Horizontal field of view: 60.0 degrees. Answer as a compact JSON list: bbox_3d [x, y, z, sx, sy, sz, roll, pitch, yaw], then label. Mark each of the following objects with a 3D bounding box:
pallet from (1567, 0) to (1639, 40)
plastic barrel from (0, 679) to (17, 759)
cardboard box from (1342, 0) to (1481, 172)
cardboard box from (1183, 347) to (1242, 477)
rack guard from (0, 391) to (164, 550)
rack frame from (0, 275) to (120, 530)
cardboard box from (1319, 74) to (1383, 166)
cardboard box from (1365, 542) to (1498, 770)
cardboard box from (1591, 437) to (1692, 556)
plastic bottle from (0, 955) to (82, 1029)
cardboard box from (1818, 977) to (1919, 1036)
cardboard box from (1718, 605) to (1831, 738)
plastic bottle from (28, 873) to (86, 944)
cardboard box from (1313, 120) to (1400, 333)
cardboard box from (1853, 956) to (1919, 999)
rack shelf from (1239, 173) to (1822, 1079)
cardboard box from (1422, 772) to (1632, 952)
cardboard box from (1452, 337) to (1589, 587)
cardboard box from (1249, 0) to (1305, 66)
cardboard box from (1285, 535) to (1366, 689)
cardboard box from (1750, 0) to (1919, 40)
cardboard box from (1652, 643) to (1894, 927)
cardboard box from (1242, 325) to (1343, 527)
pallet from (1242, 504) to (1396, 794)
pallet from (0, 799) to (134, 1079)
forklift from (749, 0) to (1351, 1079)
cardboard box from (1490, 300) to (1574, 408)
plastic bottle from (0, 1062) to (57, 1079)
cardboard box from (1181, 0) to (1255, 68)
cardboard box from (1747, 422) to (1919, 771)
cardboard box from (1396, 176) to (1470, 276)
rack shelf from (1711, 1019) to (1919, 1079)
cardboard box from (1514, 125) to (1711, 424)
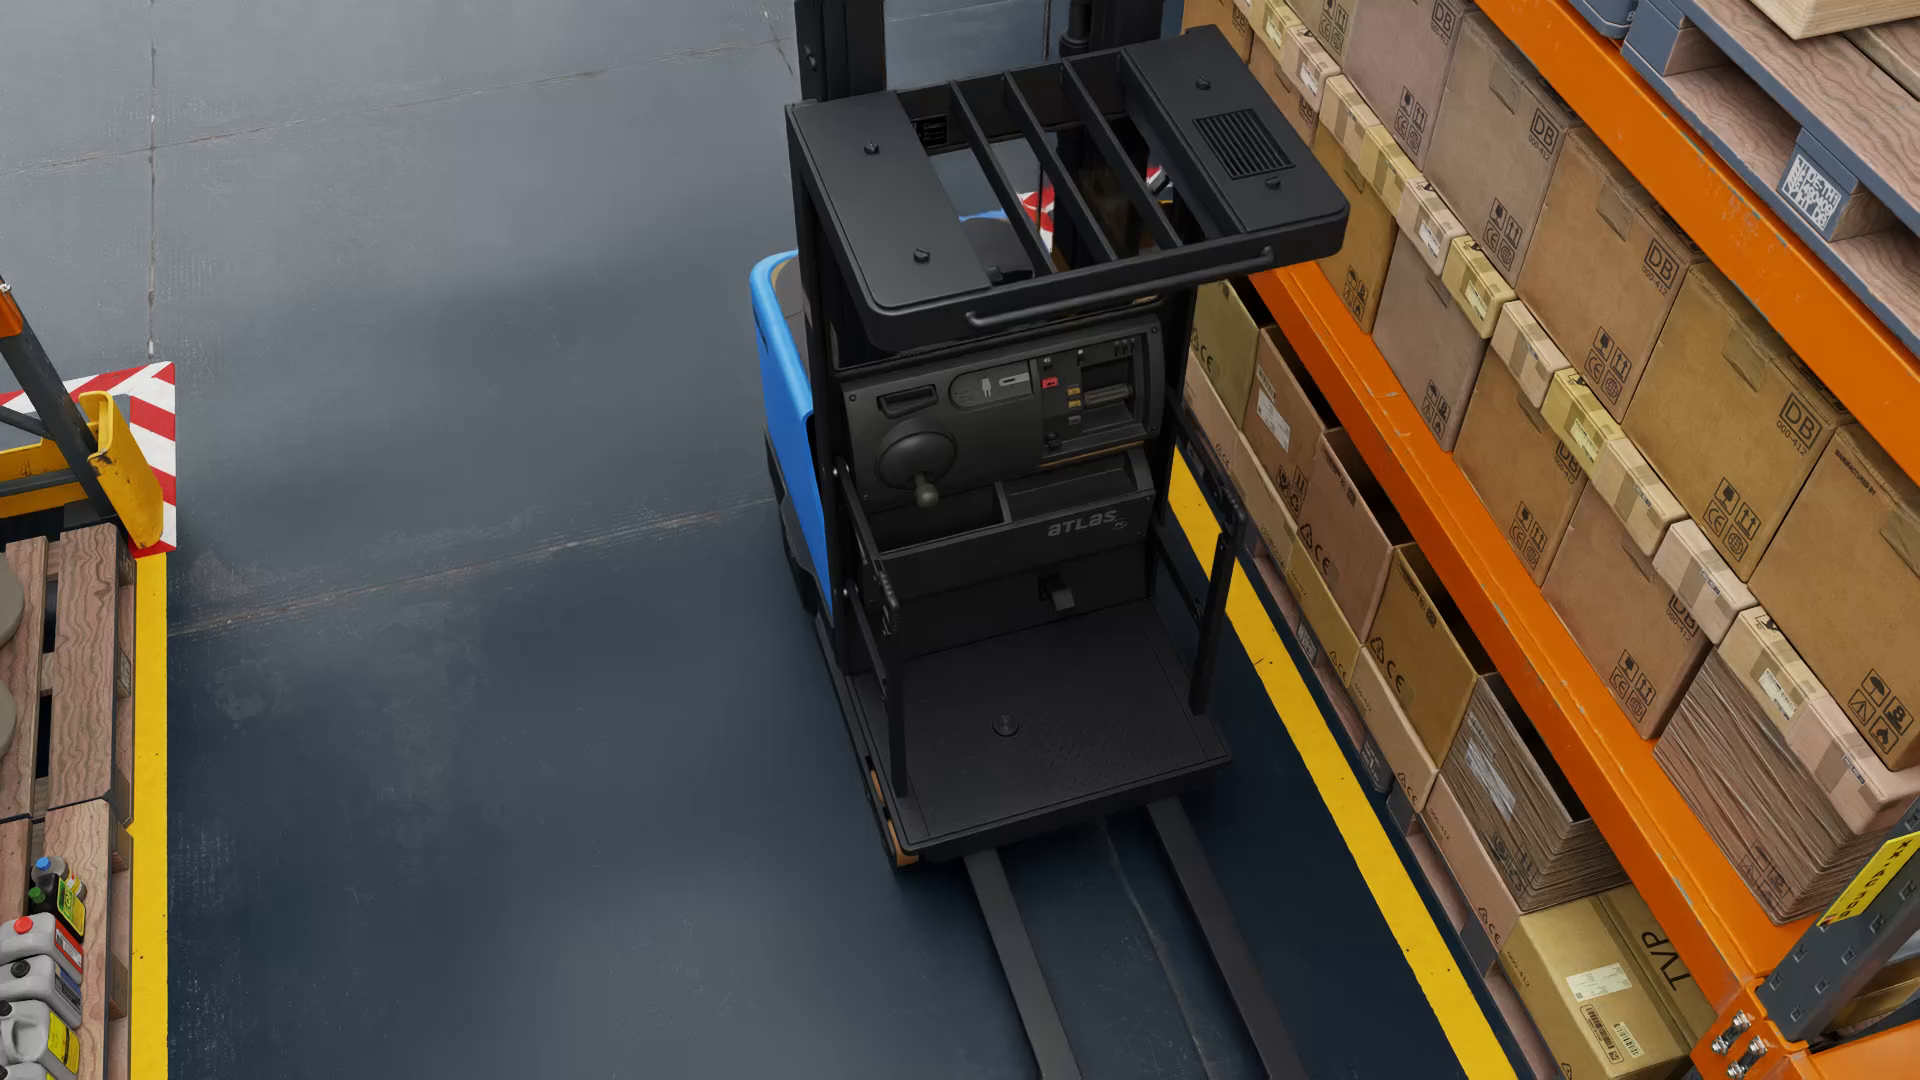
[{"bbox_3d":[1.616,-1.628,3.757,1.003,0.211,1.213,-13,51,-11],"label":"pallet"},{"bbox_3d":[-3.250,0.508,5.212,0.421,0.512,0.421,0,50,0],"label":"plastic barrel"},{"bbox_3d":[1.519,-1.422,4.573,0.700,0.500,0.500,-13,51,-11],"label":"cardboard box"},{"bbox_3d":[1.164,-0.548,6.274,0.500,0.250,0.500,-13,51,-11],"label":"cardboard box"},{"bbox_3d":[-3.598,-0.137,6.039,1.175,0.500,0.348,-13,51,-11],"label":"rack guard"},{"bbox_3d":[-3.666,-0.988,5.121,1.000,3.000,0.127,-13,51,-11],"label":"rack frame"},{"bbox_3d":[1.284,-1.257,4.858,0.380,0.149,0.250,-15,51,-12],"label":"cardboard box"},{"bbox_3d":[1.616,0.304,5.065,0.500,0.500,0.500,-13,51,-11],"label":"cardboard box"},{"bbox_3d":[1.735,-0.138,3.915,0.380,0.149,0.250,-13,51,-11],"label":"cardboard box"},{"bbox_3d":[-2.615,1.282,4.701,0.152,0.276,0.135,-15,51,-12],"label":"plastic bottle"},{"bbox_3d":[2.402,1.160,4.834,0.500,0.250,0.500,-13,51,-11],"label":"cardboard box"},{"bbox_3d":[1.894,0.244,3.593,0.380,0.149,0.250,-14,51,-12],"label":"cardboard box"},{"bbox_3d":[-2.652,1.069,4.875,0.061,0.283,0.133,-12,51,-10],"label":"plastic bottle"},{"bbox_3d":[1.494,-1.047,5.105,0.700,0.500,0.500,-13,51,-11],"label":"cardboard box"},{"bbox_3d":[2.412,0.916,4.549,0.500,0.500,0.500,-13,51,-11],"label":"cardboard box"},{"bbox_3d":[1.658,-0.412,5.106,1.077,0.370,4.000,-13,51,-11],"label":"rack shelf"},{"bbox_3d":[1.766,0.911,5.044,0.500,0.250,0.500,-13,51,-11],"label":"cardboard box"},{"bbox_3d":[1.806,-0.290,4.467,0.700,0.500,0.500,-13,51,-10],"label":"cardboard box"},{"bbox_3d":[1.130,-1.636,5.178,0.380,0.149,0.250,-13,51,-11],"label":"cardboard box"},{"bbox_3d":[1.455,0.184,5.657,0.500,0.250,0.500,-13,51,-11],"label":"cardboard box"},{"bbox_3d":[1.632,-1.069,3.026,0.380,0.149,0.250,-13,51,-11],"label":"cardboard box"},{"bbox_3d":[2.113,0.462,3.834,0.700,0.500,0.500,-15,51,-12],"label":"cardboard box"},{"bbox_3d":[1.323,-0.427,5.681,0.500,0.500,0.500,-13,51,-11],"label":"cardboard box"},{"bbox_3d":[1.690,0.232,5.916,1.003,0.211,1.213,-13,51,-11],"label":"pallet"},{"bbox_3d":[-3.006,1.440,4.898,1.003,0.211,1.213,-13,51,-11],"label":"pallet"},{"bbox_3d":[0.203,-0.250,4.544,1.130,2.935,3.031,-14,51,-11],"label":"forklift"},{"bbox_3d":[1.591,-0.503,4.222,0.380,0.149,0.250,-12,51,-10],"label":"cardboard box"},{"bbox_3d":[-2.507,1.514,4.457,0.144,0.351,0.185,-14,51,-11],"label":"plastic bottle"},{"bbox_3d":[1.193,-1.793,5.735,0.700,0.500,0.500,-13,51,-11],"label":"cardboard box"},{"bbox_3d":[2.113,0.043,3.338,0.700,0.500,0.500,-13,51,-11],"label":"cardboard box"},{"bbox_3d":[1.431,-0.888,4.547,0.380,0.149,0.250,-13,51,-11],"label":"cardboard box"},{"bbox_3d":[2.841,2.509,2.643,1.077,0.370,4.000,-13,51,-11],"label":"rack shelf"},{"bbox_3d":[1.815,-0.691,3.957,0.700,0.500,0.500,-13,51,-11],"label":"cardboard box"}]
